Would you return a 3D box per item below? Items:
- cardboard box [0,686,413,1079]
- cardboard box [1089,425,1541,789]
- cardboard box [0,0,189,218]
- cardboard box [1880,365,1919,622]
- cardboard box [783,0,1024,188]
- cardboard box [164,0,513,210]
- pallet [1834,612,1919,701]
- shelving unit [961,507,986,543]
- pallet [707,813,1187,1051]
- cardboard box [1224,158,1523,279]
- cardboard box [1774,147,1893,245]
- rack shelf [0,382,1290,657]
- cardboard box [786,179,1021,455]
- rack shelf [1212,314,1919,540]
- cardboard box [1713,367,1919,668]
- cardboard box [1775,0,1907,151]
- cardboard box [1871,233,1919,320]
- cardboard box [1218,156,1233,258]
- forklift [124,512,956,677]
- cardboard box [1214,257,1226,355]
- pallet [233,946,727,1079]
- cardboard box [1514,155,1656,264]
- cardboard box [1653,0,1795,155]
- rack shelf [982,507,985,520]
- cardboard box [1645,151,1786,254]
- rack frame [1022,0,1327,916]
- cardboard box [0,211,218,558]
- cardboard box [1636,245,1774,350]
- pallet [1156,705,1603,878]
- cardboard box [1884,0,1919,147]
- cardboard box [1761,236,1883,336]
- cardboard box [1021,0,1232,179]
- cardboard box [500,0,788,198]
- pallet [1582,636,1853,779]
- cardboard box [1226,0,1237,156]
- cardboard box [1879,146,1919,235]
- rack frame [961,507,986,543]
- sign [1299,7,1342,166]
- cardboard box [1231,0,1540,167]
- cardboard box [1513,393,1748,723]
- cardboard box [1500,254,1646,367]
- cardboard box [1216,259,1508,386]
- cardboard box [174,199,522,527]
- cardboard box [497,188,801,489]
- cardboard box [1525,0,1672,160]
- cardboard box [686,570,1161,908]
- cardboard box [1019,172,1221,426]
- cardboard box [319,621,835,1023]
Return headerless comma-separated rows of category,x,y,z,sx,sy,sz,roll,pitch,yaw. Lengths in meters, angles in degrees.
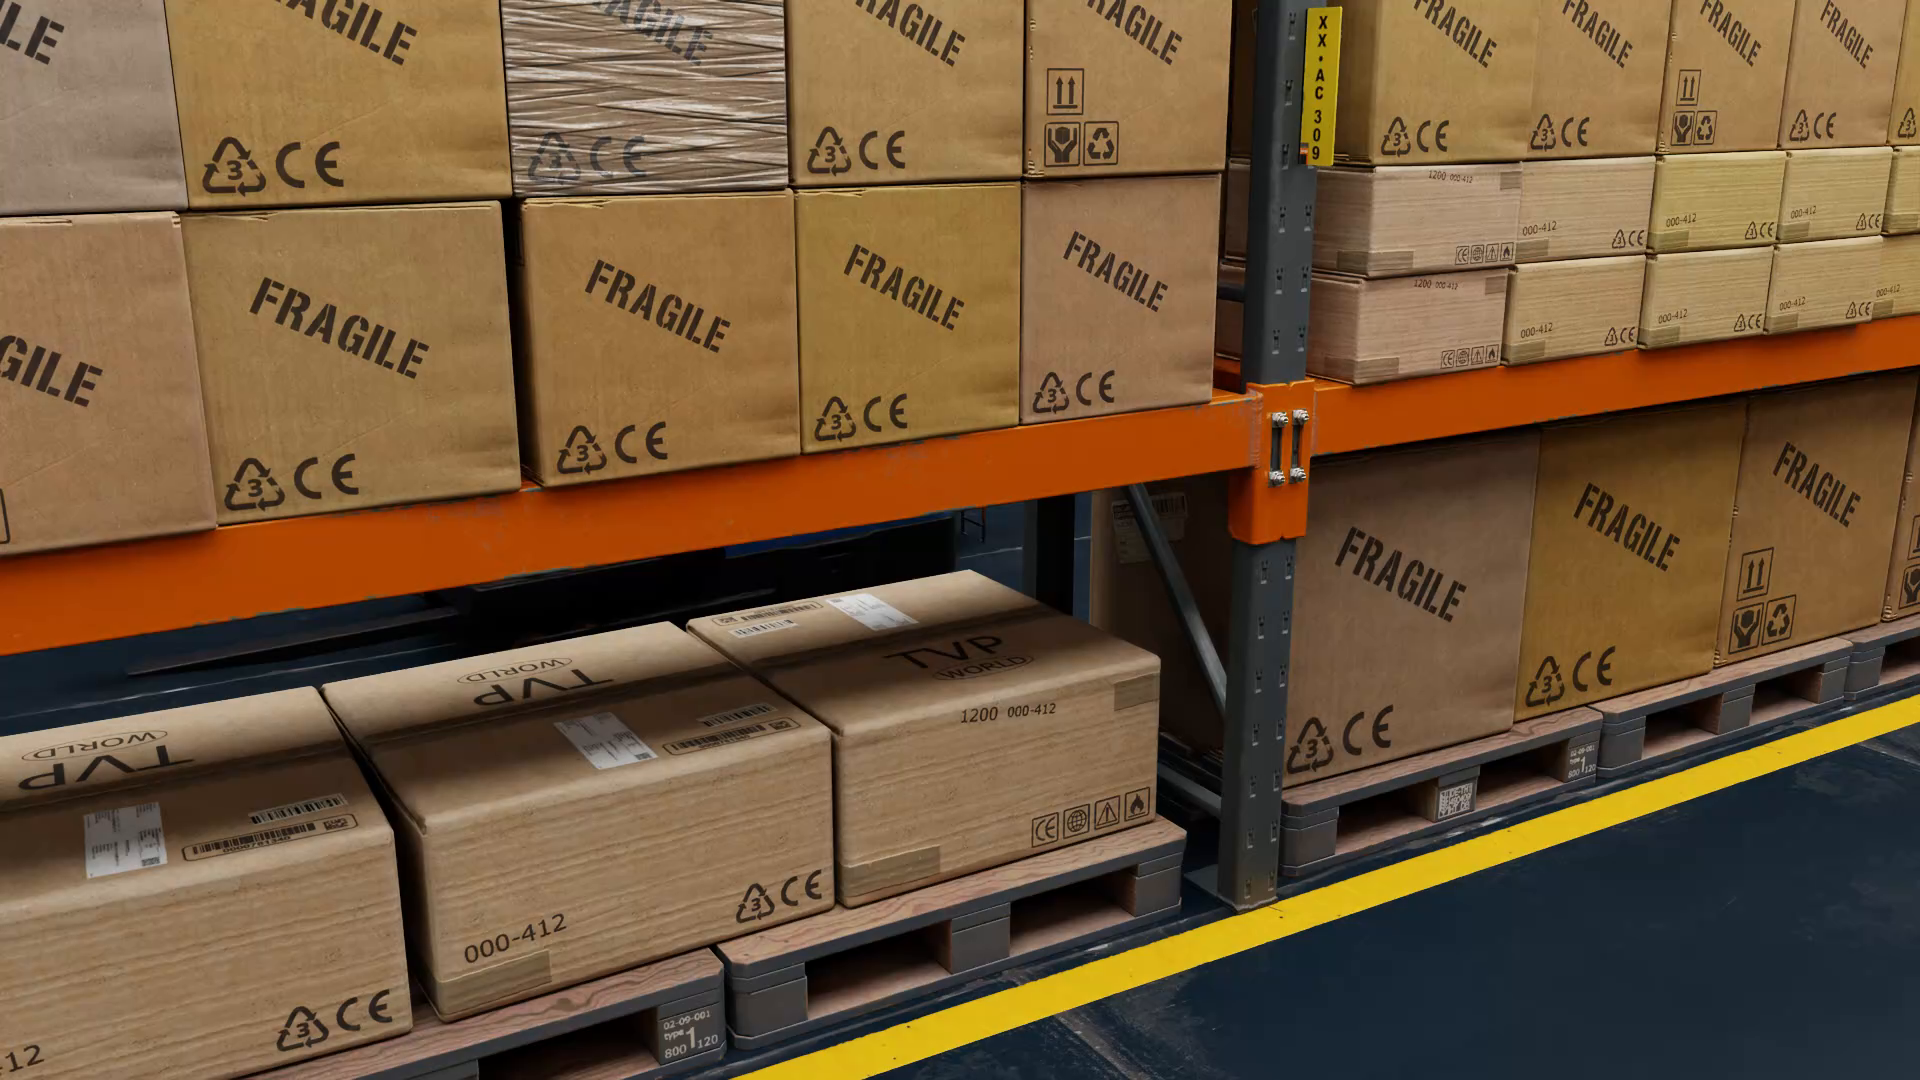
cardboard box,-1.651,0.702,3.318,0.875,0.438,0.875,-9,18,-28
cardboard box,0.974,0.074,4.745,0.875,0.875,0.875,-9,18,-28
cardboard box,-1.510,-0.763,2.536,0.500,0.500,0.500,-9,18,-30
cardboard box,3.278,-0.300,6.081,0.875,0.875,0.875,-9,18,-30
cardboard box,-0.218,-0.973,3.287,0.500,0.500,0.500,-10,18,-31
cardboard box,-1.083,-0.832,2.784,0.500,0.500,0.500,-9,18,-29
pallet,3.198,0.237,6.173,1.213,0.211,1.003,-9,18,-30
shelving unit,-0.046,-0.498,7.242,0.252,1.050,0.215,-9,18,-30
pallet,-0.208,0.789,4.206,1.213,0.211,1.003,-9,18,-30
cardboard box,1.006,-0.806,4.080,0.500,0.250,0.500,-10,18,-31
cardboard box,2.317,-1.020,4.842,0.500,0.250,0.500,-10,18,-31
rack shelf,-1.231,-0.017,3.247,4.000,0.370,1.077,-9,18,-30
cardboard box,-0.220,-0.493,3.428,0.500,0.500,0.500,-10,18,-31
rack shelf,2.198,-0.573,5.231,4.000,0.370,1.077,-9,18,-30
cardboard box,2.511,-0.177,5.643,0.875,0.875,0.875,-9,18,-29
cardboard box,2.302,-1.386,4.758,0.500,0.500,0.500,-10,18,-31
cardboard box,2.743,-0.854,5.178,0.500,0.250,0.500,-9,18,-30
cardboard box,0.737,-0.928,4.514,0.500,0.250,0.500,-9,18,-30
forklift,-1.514,-1.091,5.872,3.031,2.935,1.130,-11,19,-34
cardboard box,0.738,-0.690,4.593,0.500,0.250,0.500,-10,18,-31
pallet,-1.255,0.959,3.597,1.213,0.211,1.003,-9,18,-30
cardboard box,1.439,-0.885,4.362,0.500,0.250,0.500,-9,18,-29
cardboard box,1.862,-1.312,4.496,0.500,0.500,0.500,-10,18,-31
rack shelf,-0.046,-0.220,7.319,0.240,0.259,0.215,-9,18,-30
cardboard box,1.885,-0.949,4.590,0.500,0.250,0.500,-9,18,-29
rack frame,0.484,-0.642,4.142,0.127,3.000,1.000,-9,18,-30
cardboard box,-1.521,-0.277,2.657,0.500,0.500,0.500,-9,18,-30
cardboard box,1.887,-0.709,4.661,0.500,0.250,0.500,-9,18,-30
pallet,1.106,0.576,4.963,1.213,0.211,1.003,-9,18,-30
cardboard box,2.739,-1.454,5.003,0.500,0.500,0.500,-9,18,-30
cardboard box,2.321,-0.777,4.901,0.500,0.250,0.500,-10,18,-31
cardboard box,0.222,-1.042,3.531,0.500,0.500,0.500,-9,18,-30
cardboard box,-0.649,-0.900,3.026,0.500,0.500,0.500,-9,18,-29
pallet,2.153,0.406,5.572,1.213,0.211,1.003,-9,18,-30
cardboard box,0.737,-1.292,4.422,0.500,0.500,0.500,-9,18,-28
cardboard box,2.762,-1.092,5.100,0.500,0.250,0.500,-10,18,-31
rack frame,0.059,-0.515,7.302,0.008,1.050,0.200,-9,18,-30
sign,0.771,-0.969,3.557,0.005,0.325,0.100,-9,18,-30
cardboard box,1.009,-1.166,3.974,0.500,0.500,0.500,-9,18,-29
cardboard box,1.744,-0.053,5.200,0.875,0.875,0.875,-9,18,-28
cardboard box,1.440,-0.642,4.420,0.500,0.250,0.500,-10,18,-31
cardboard box,0.997,-0.570,4.162,0.500,0.250,0.500,-10,18,-31
cardboard box,-1.100,-0.351,2.919,0.500,0.500,0.500,-9,18,-28
cardboard box,-0.644,-0.420,3.166,0.500,0.500,0.500,-10,18,-31
cardboard box,1.431,-1.243,4.249,0.500,0.500,0.500,-9,18,-30
cardboard box,-0.110,0.452,4.208,0.875,0.438,0.875,-10,18,-31
cardboard box,0.218,-0.566,3.687,0.500,0.500,0.500,-9,18,-29
cardboard box,-0.877,0.577,3.764,0.875,0.438,0.875,-10,18,-31
